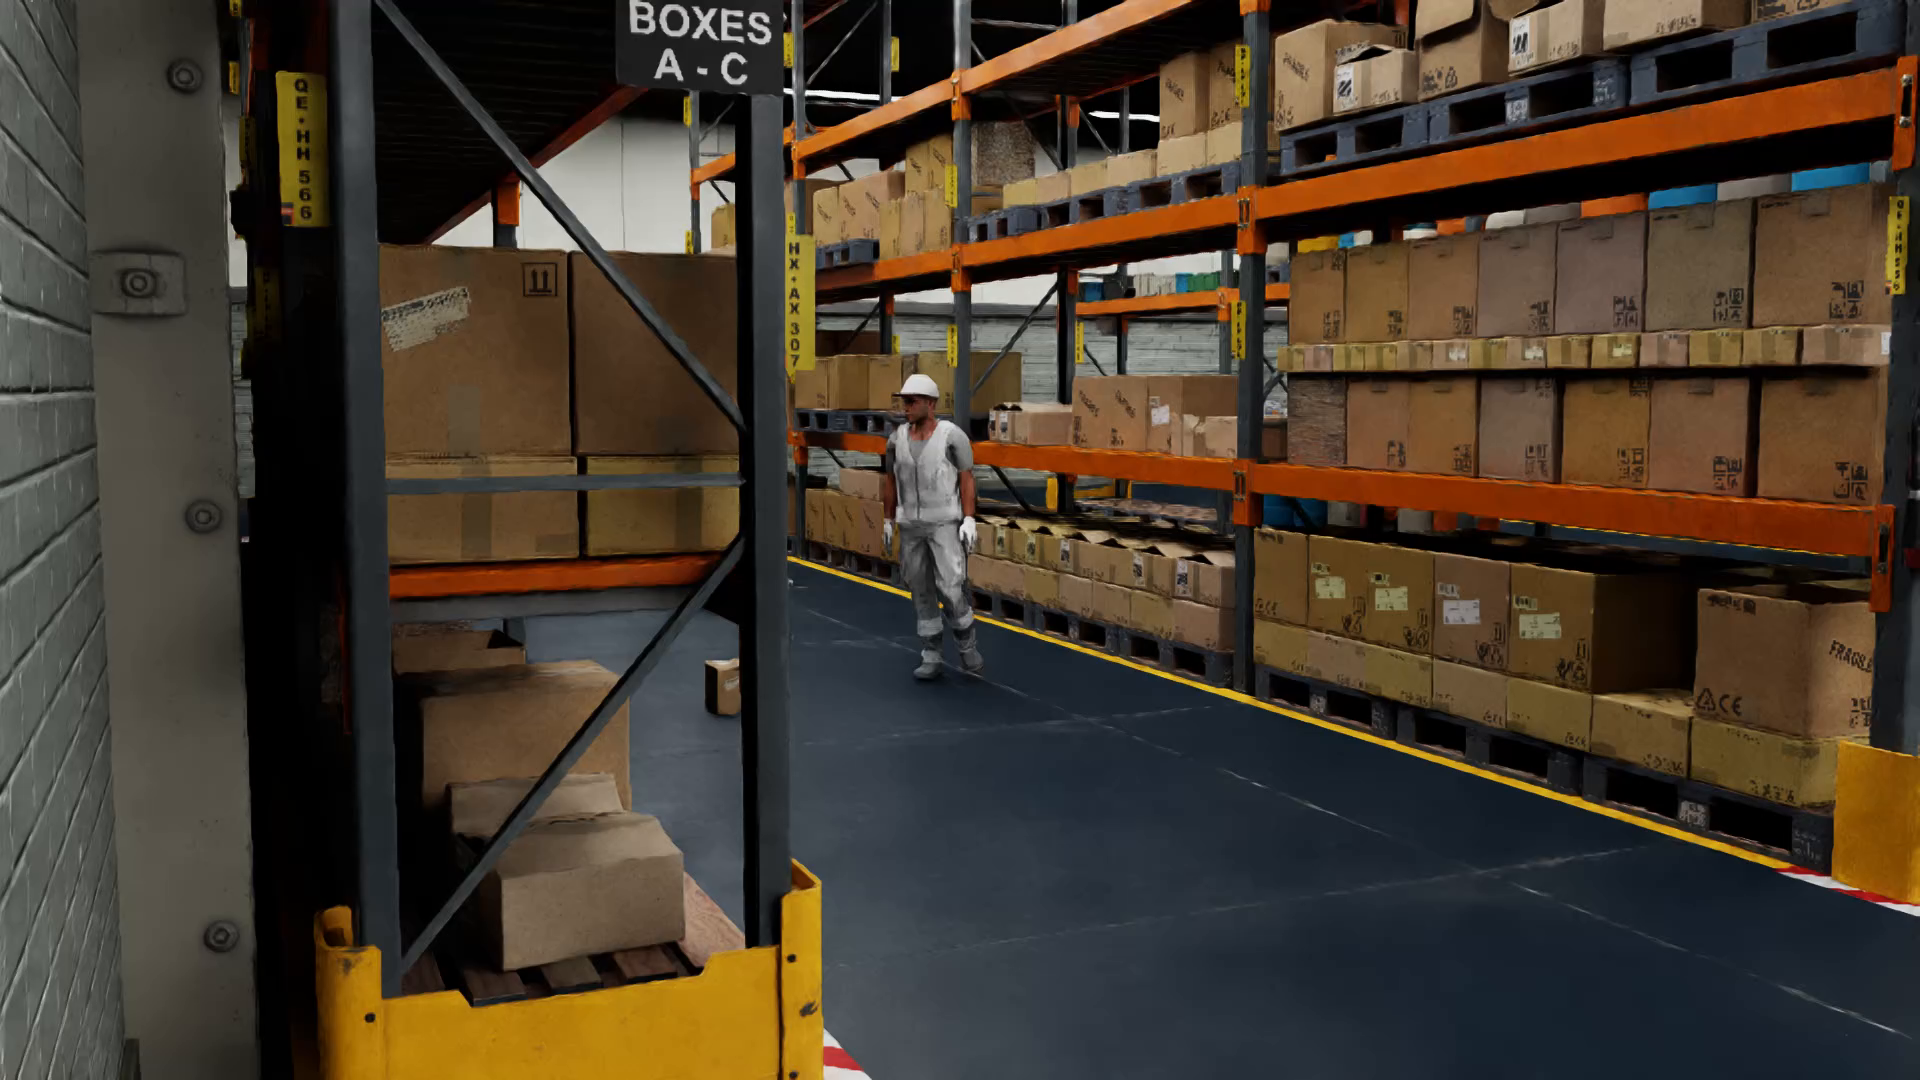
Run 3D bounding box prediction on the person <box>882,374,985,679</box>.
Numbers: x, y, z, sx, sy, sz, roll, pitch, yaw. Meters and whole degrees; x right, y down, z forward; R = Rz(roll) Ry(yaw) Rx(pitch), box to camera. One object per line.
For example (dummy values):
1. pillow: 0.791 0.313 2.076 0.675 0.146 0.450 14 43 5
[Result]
1. person: -0.167 -0.075 9.748 0.633 1.785 0.449 2 6 22
